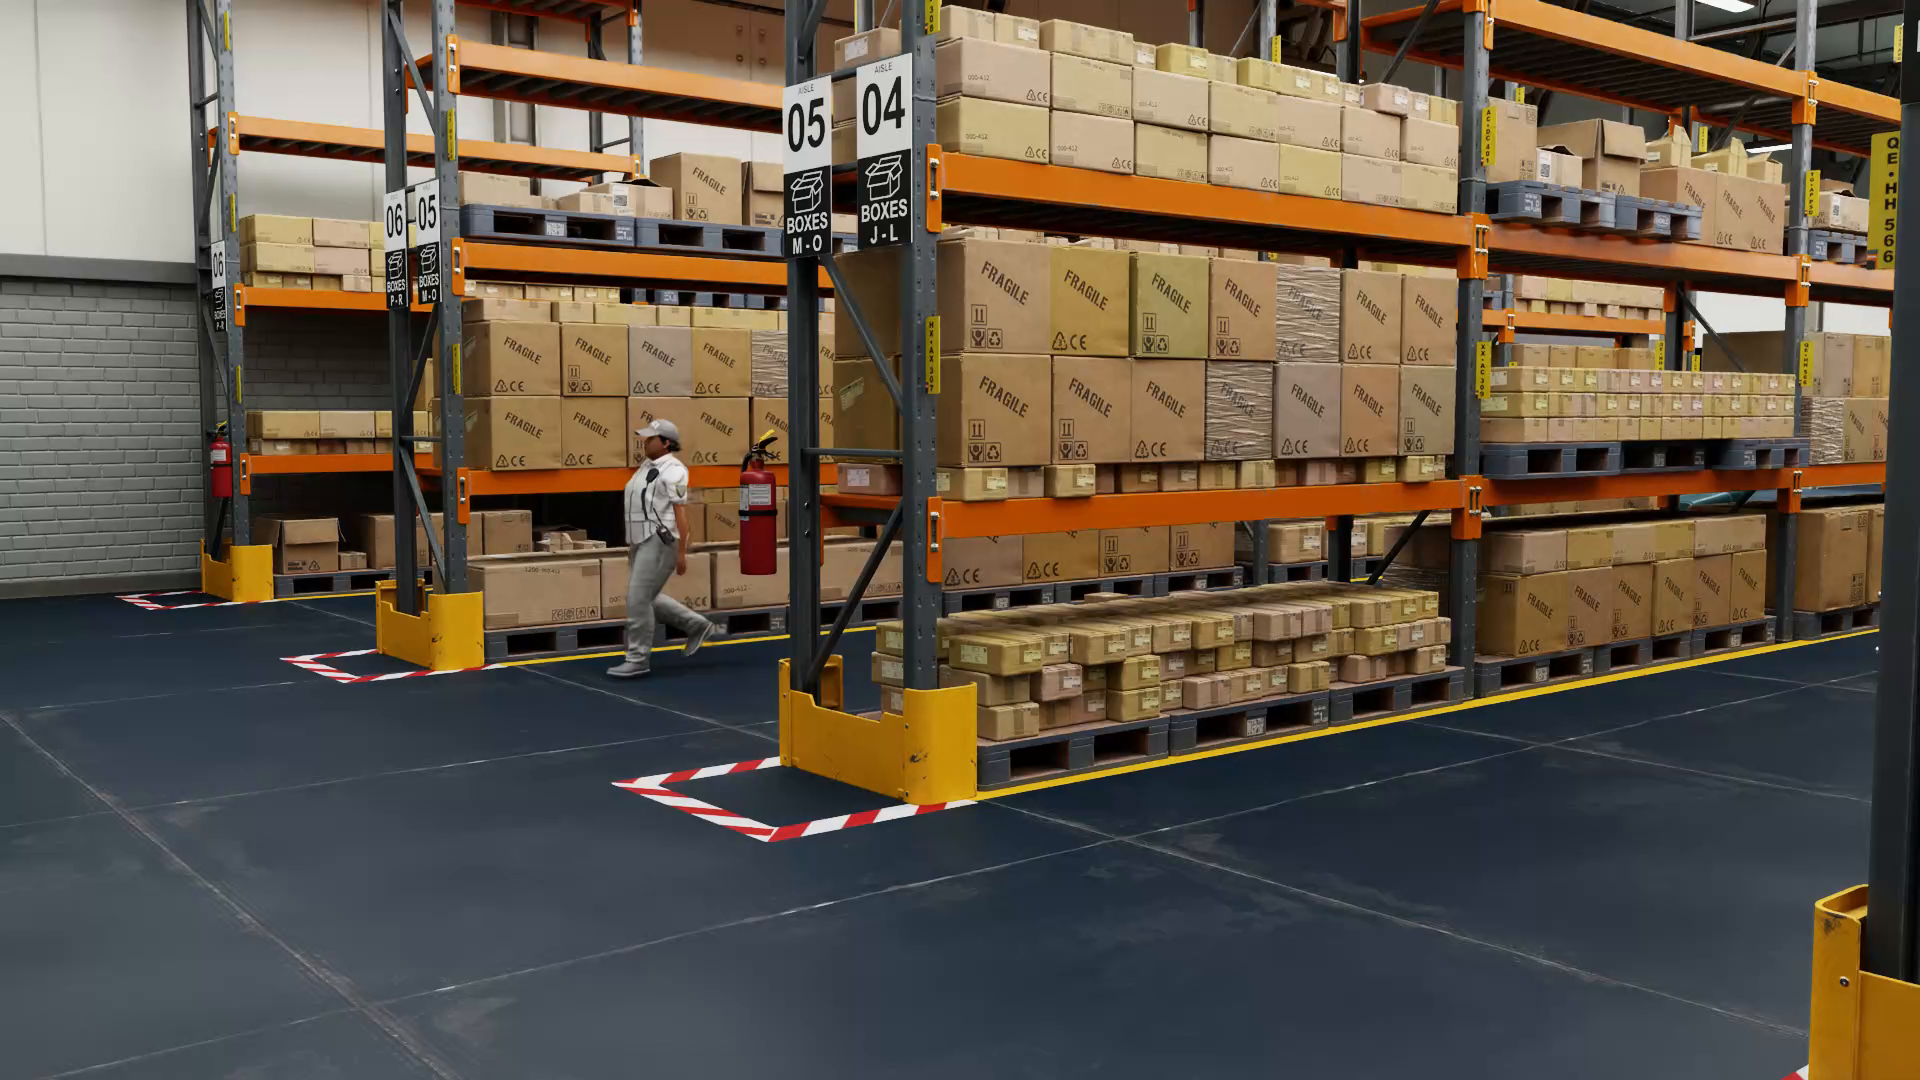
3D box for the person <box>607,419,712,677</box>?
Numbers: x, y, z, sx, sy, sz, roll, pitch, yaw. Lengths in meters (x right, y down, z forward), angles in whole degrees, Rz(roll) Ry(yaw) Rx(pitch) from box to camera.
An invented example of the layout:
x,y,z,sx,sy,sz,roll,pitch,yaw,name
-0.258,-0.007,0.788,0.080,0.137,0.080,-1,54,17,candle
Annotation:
x,y,z,sx,sy,sz,roll,pitch,yaw,name
-1.934,0.033,10.744,0.828,1.627,0.498,-3,5,-34,person
